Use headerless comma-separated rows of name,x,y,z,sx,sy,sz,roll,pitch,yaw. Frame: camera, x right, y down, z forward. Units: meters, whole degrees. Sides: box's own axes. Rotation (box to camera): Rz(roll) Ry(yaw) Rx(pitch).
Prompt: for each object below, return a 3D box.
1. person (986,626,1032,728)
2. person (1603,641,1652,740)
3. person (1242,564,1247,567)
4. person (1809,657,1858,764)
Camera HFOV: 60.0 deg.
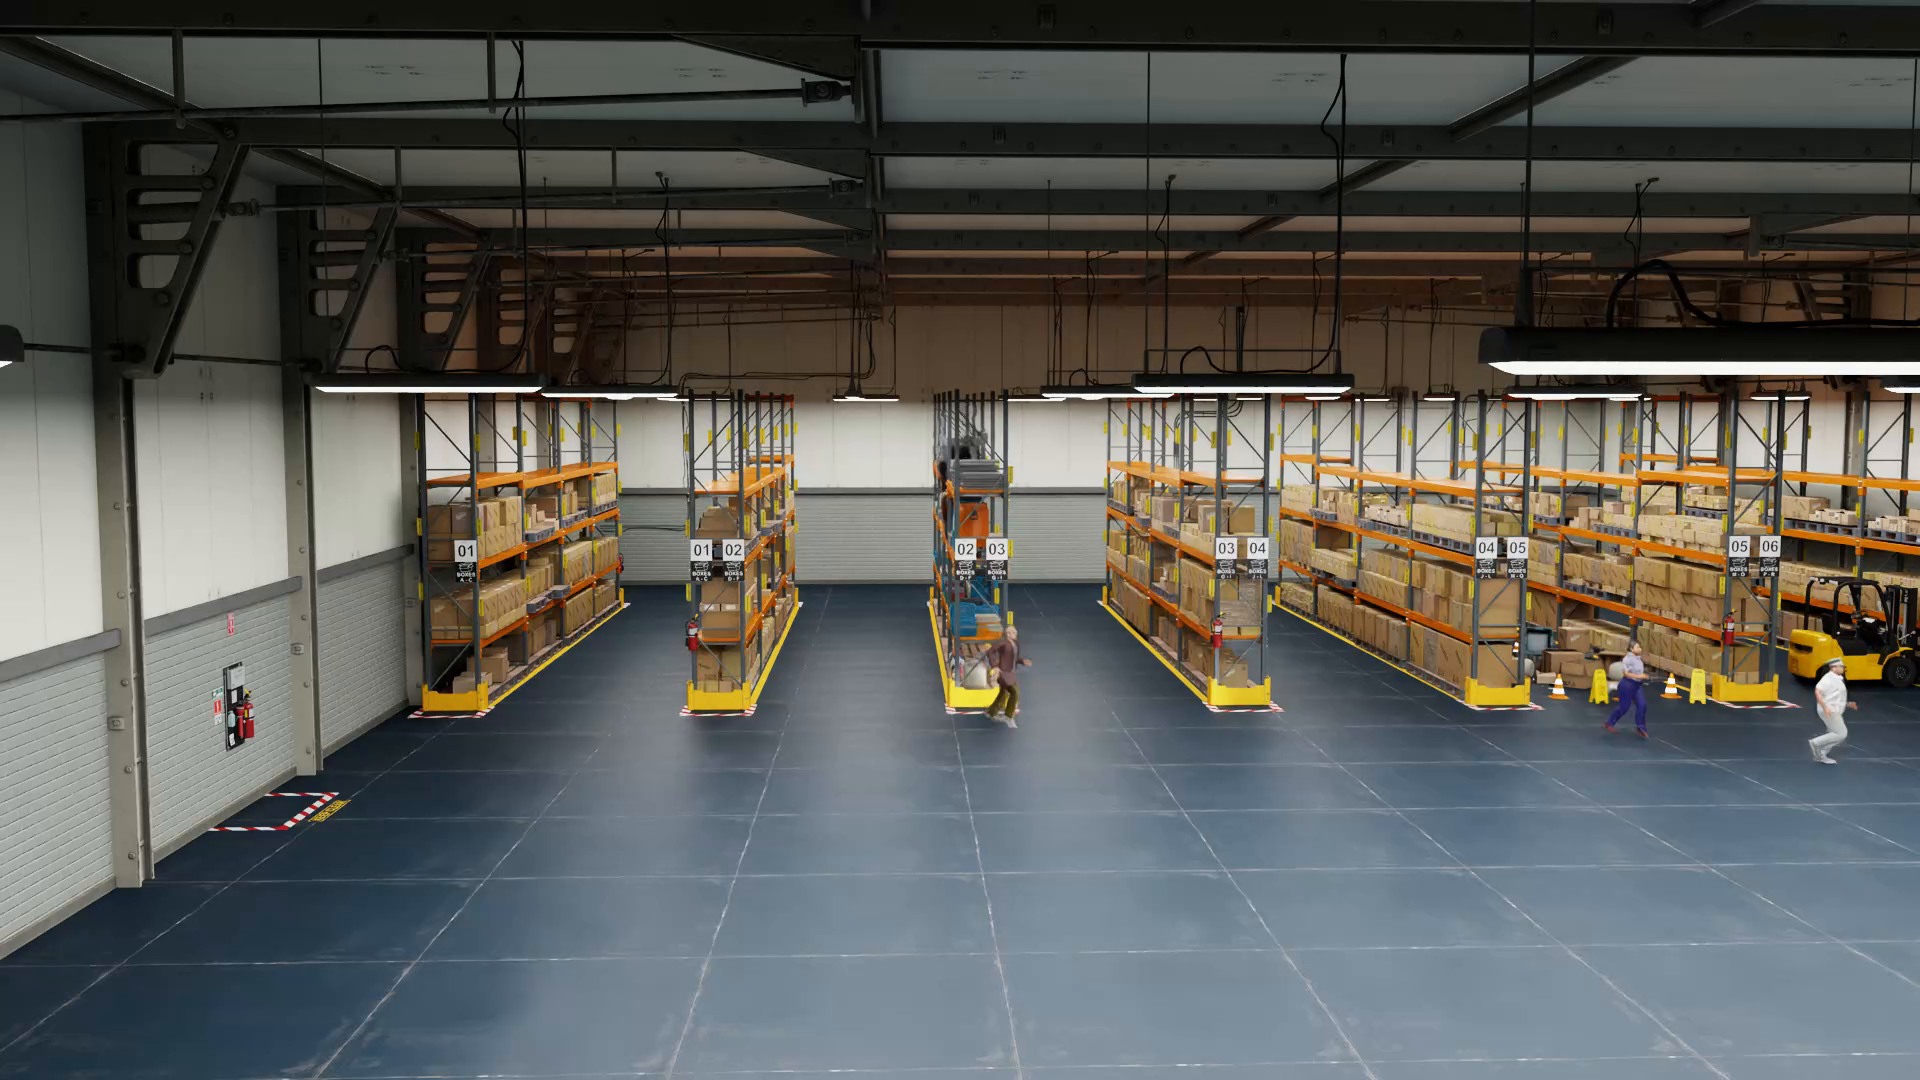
person,0.846,2.438,29.682,0.917,1.815,0.629,3,5,29
person,11.518,2.669,28.629,0.620,1.522,0.778,-4,6,-43
person,7.944,1.151,46.007,0.692,1.678,0.685,0,5,5
person,13.898,2.706,26.429,0.631,1.727,0.656,4,6,42
